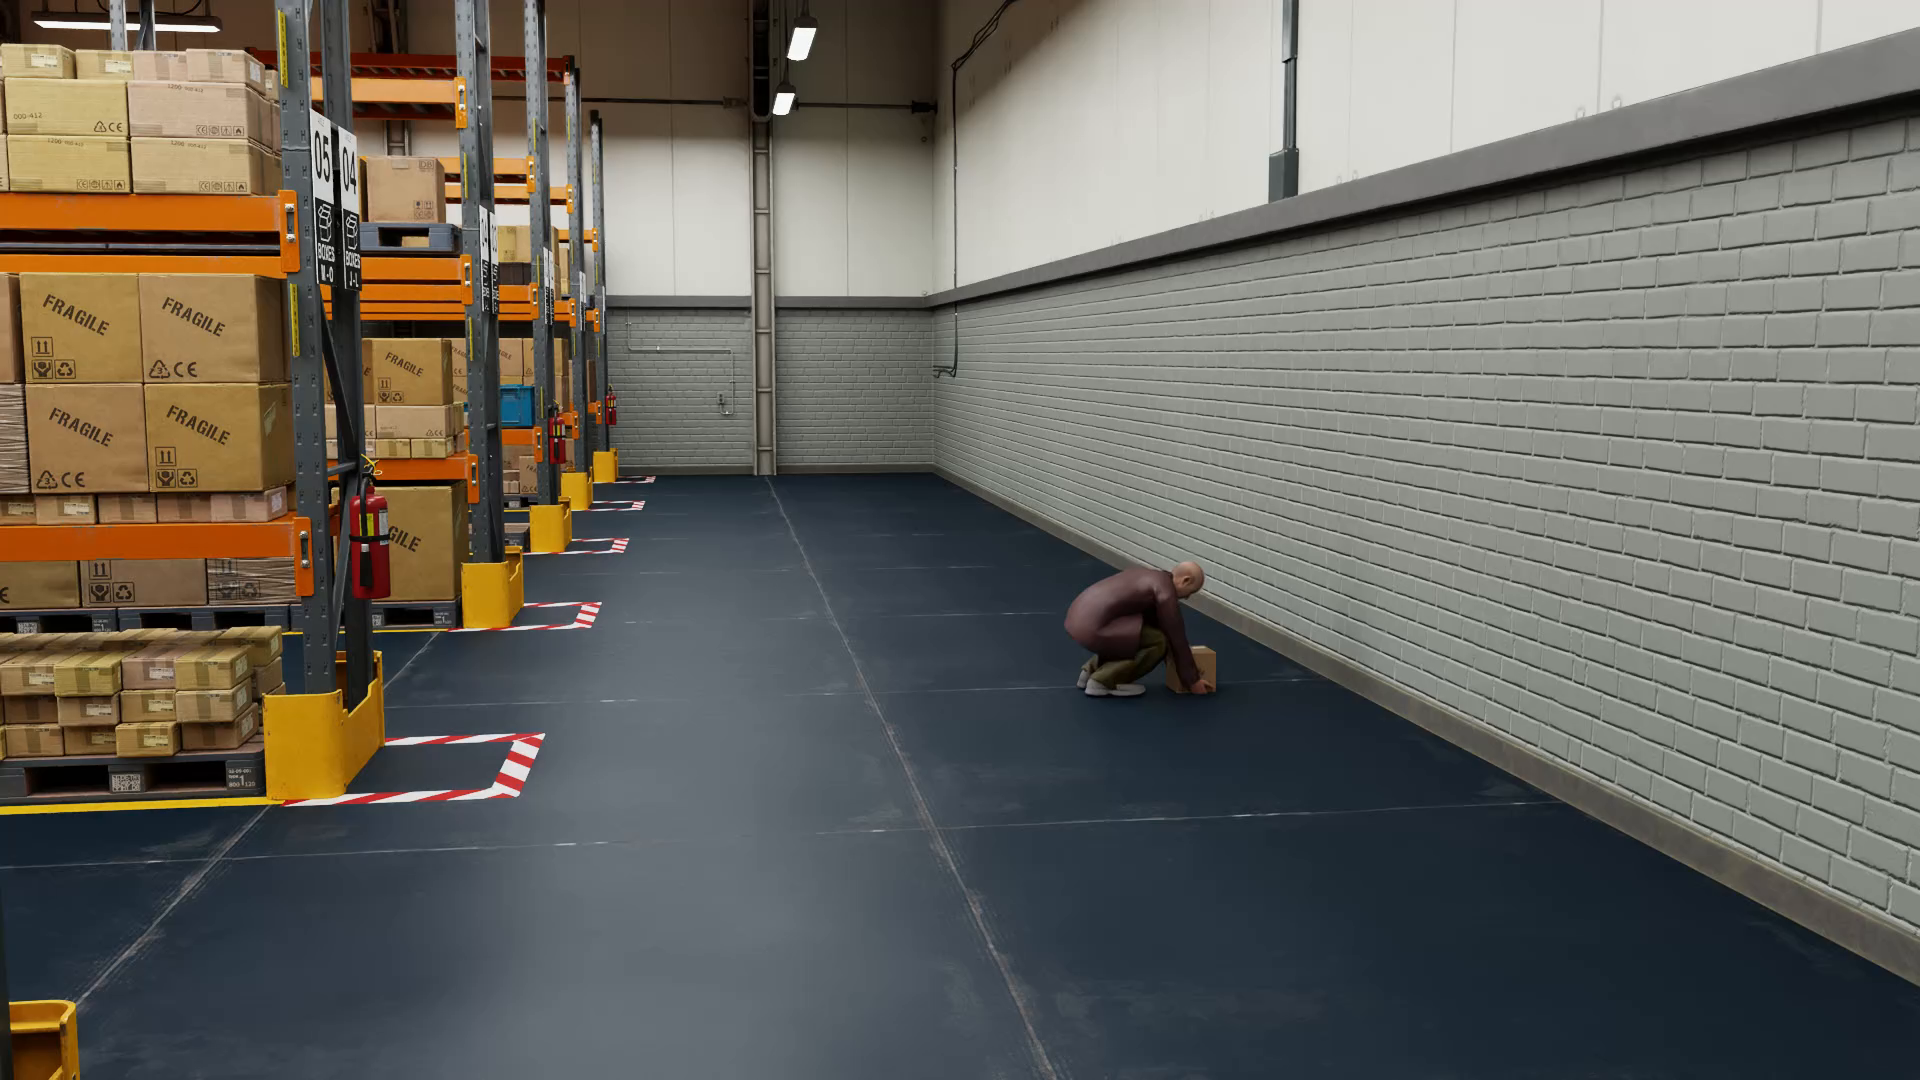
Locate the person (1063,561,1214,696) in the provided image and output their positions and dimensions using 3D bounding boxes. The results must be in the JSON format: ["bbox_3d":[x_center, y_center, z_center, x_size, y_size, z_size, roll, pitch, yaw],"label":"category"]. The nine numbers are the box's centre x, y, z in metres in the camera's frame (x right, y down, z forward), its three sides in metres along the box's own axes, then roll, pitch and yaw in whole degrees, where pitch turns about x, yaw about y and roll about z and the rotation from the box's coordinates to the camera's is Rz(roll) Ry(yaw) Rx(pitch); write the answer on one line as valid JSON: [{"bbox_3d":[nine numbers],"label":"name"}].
[{"bbox_3d":[1.100,0.586,10.322,0.922,0.890,0.581,-1,6,-9],"label":"person"}]
